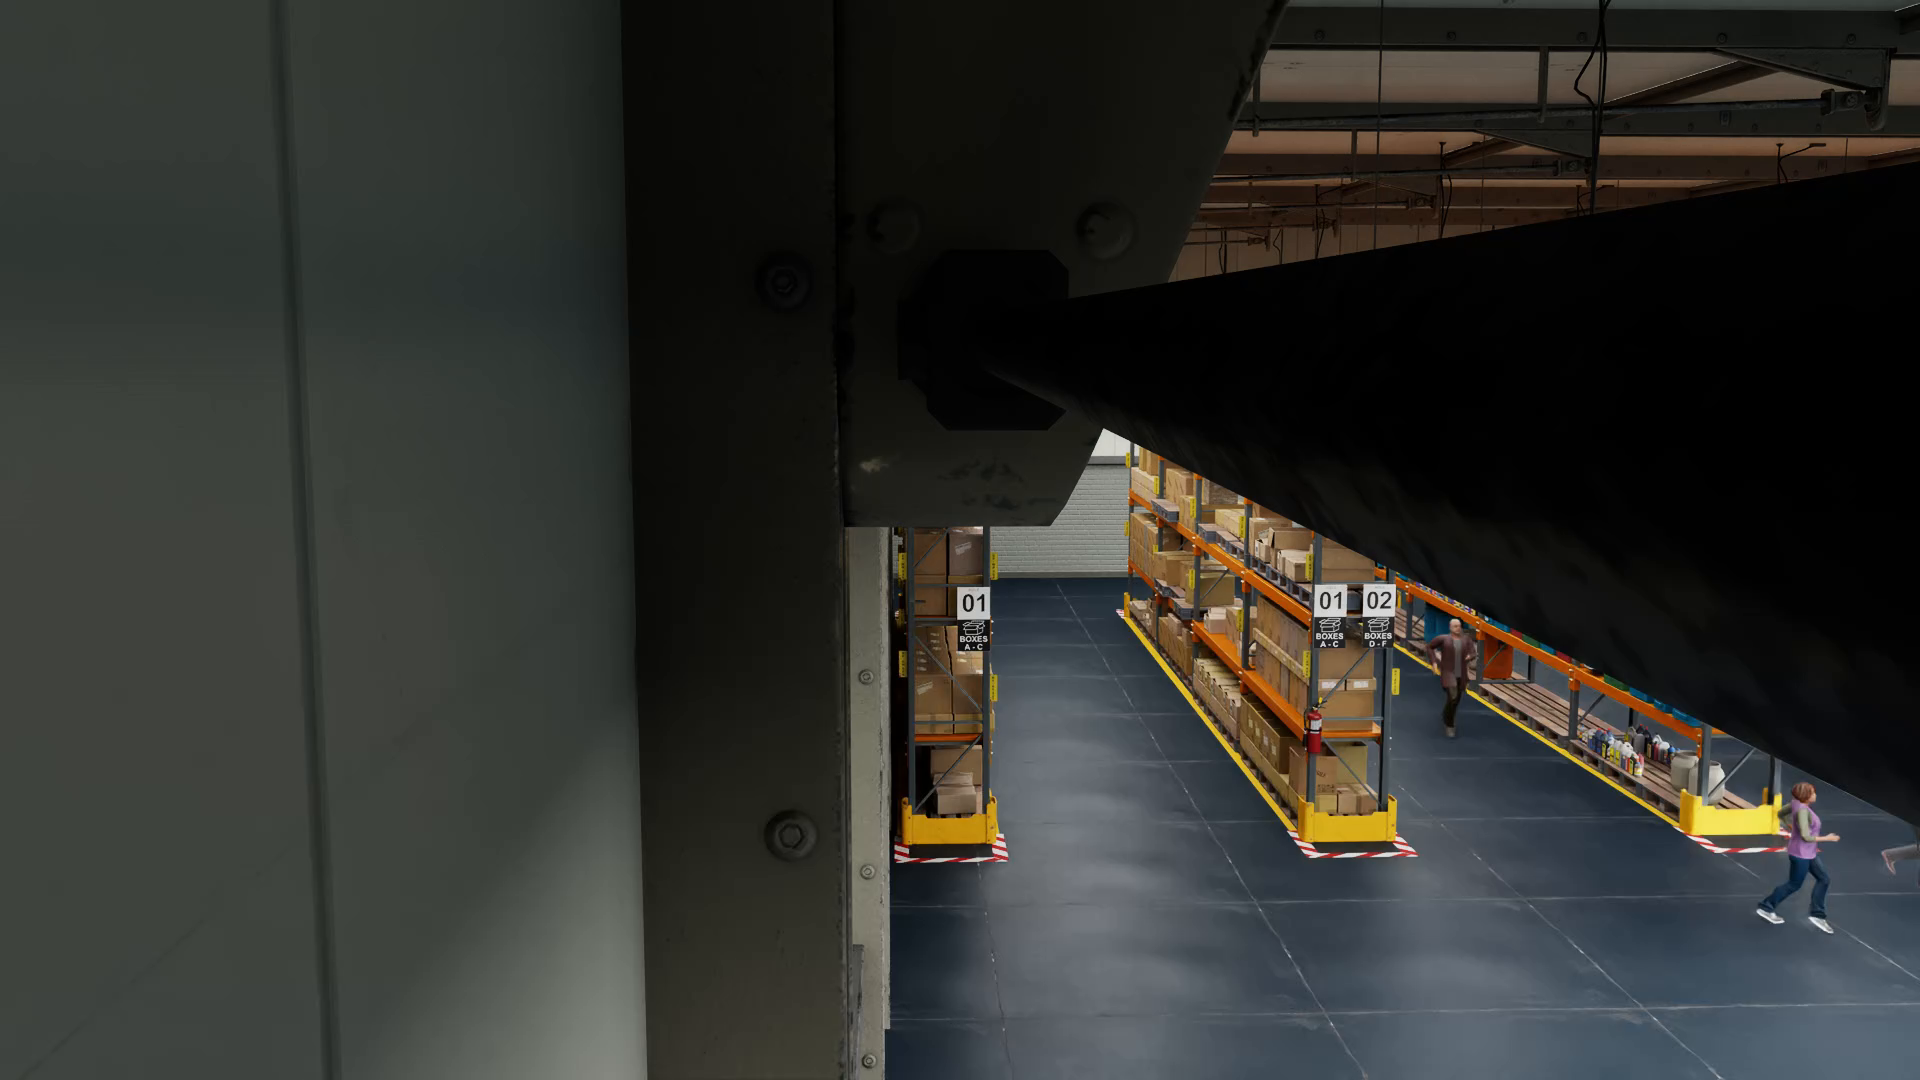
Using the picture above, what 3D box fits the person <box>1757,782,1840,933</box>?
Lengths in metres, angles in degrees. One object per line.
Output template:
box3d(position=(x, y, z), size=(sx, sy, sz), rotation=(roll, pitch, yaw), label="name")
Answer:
box3d(position=(8.833, 3.323, 17.501), size=(0.733, 1.620, 0.541), rotation=(4, 8, 27), label="person")

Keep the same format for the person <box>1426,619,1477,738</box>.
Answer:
box3d(position=(7.683, 2.141, 25.922), size=(0.669, 1.849, 0.835), rotation=(-1, 7, -11), label="person")

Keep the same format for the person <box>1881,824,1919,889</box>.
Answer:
box3d(position=(10.778, 3.155, 18.705), size=(0.676, 1.639, 0.580), rotation=(4, 8, 28), label="person")
